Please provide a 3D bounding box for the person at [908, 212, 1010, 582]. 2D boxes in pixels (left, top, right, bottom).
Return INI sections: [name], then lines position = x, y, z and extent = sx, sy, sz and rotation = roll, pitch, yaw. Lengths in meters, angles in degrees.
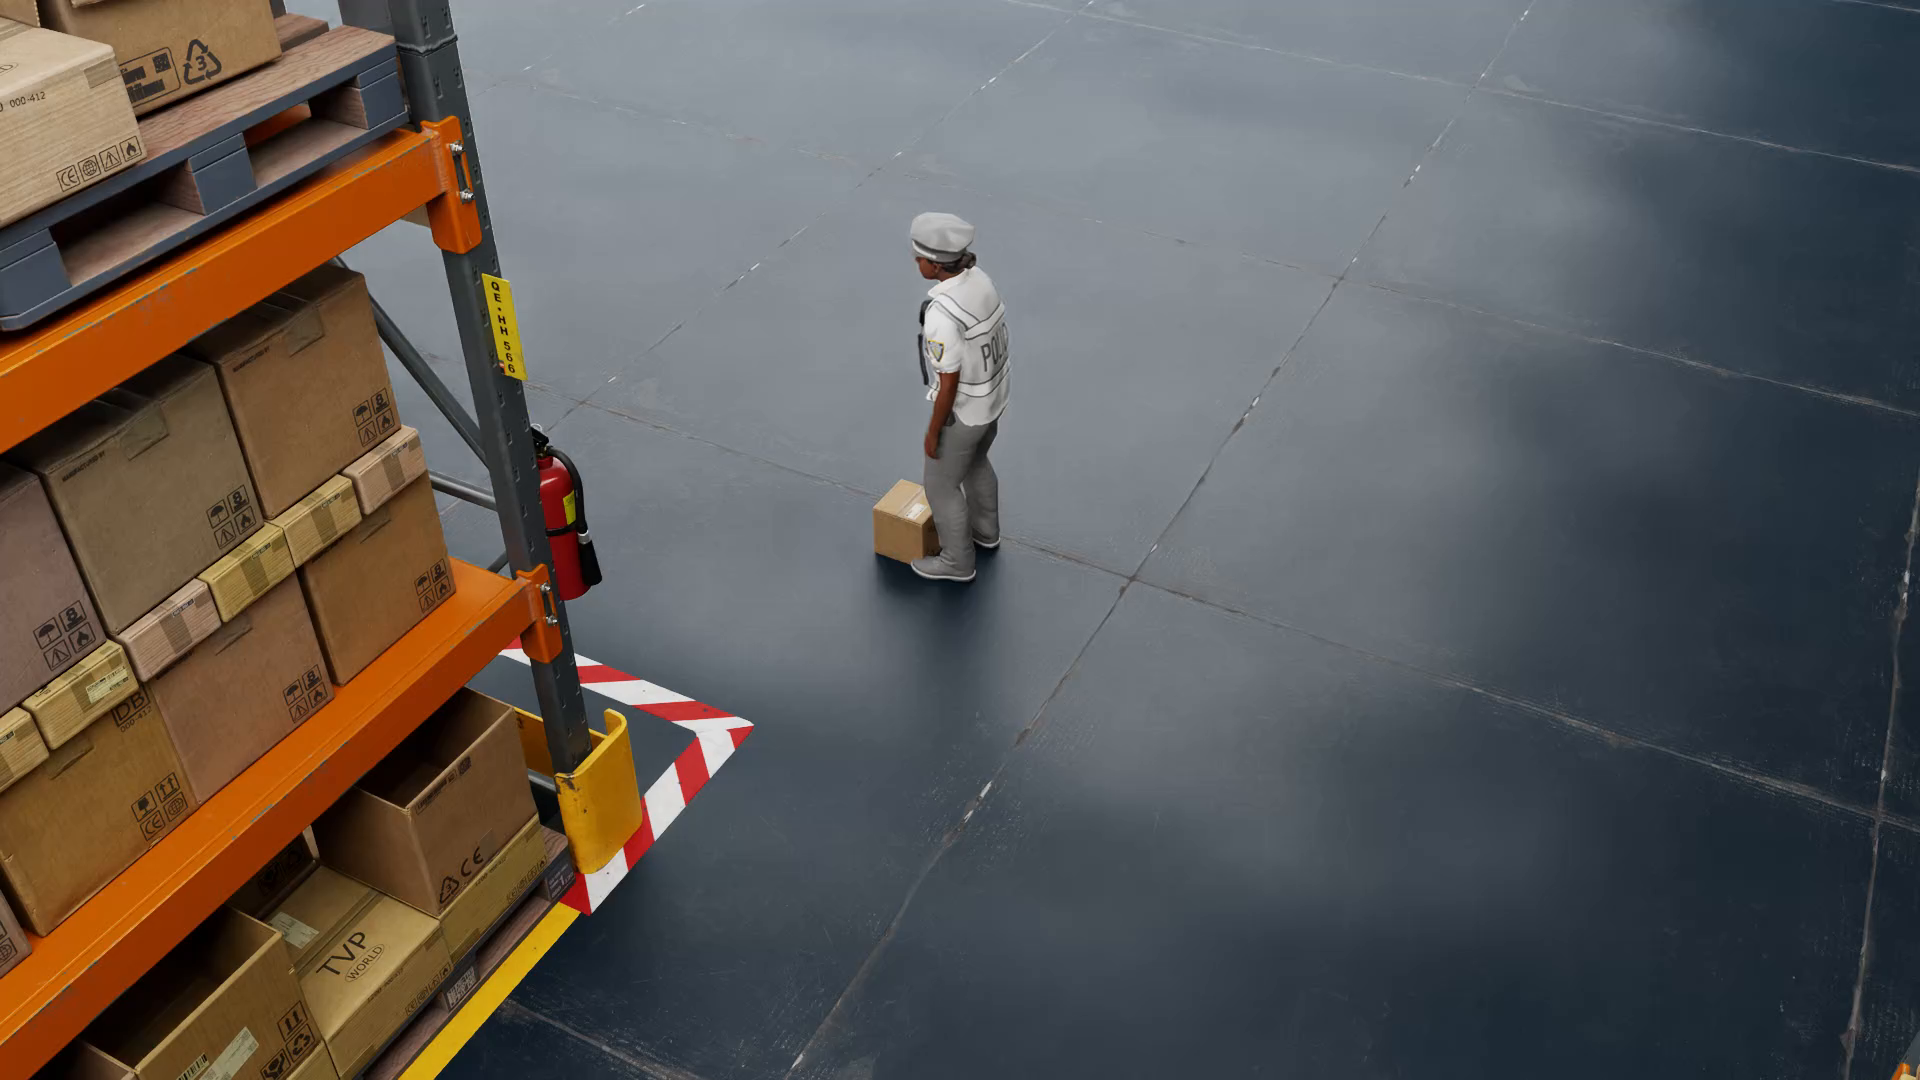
[person]
position = -0.001, -0.564, 6.869
extent = 0.395, 1.659, 0.532
rotation = 15, 41, 19
